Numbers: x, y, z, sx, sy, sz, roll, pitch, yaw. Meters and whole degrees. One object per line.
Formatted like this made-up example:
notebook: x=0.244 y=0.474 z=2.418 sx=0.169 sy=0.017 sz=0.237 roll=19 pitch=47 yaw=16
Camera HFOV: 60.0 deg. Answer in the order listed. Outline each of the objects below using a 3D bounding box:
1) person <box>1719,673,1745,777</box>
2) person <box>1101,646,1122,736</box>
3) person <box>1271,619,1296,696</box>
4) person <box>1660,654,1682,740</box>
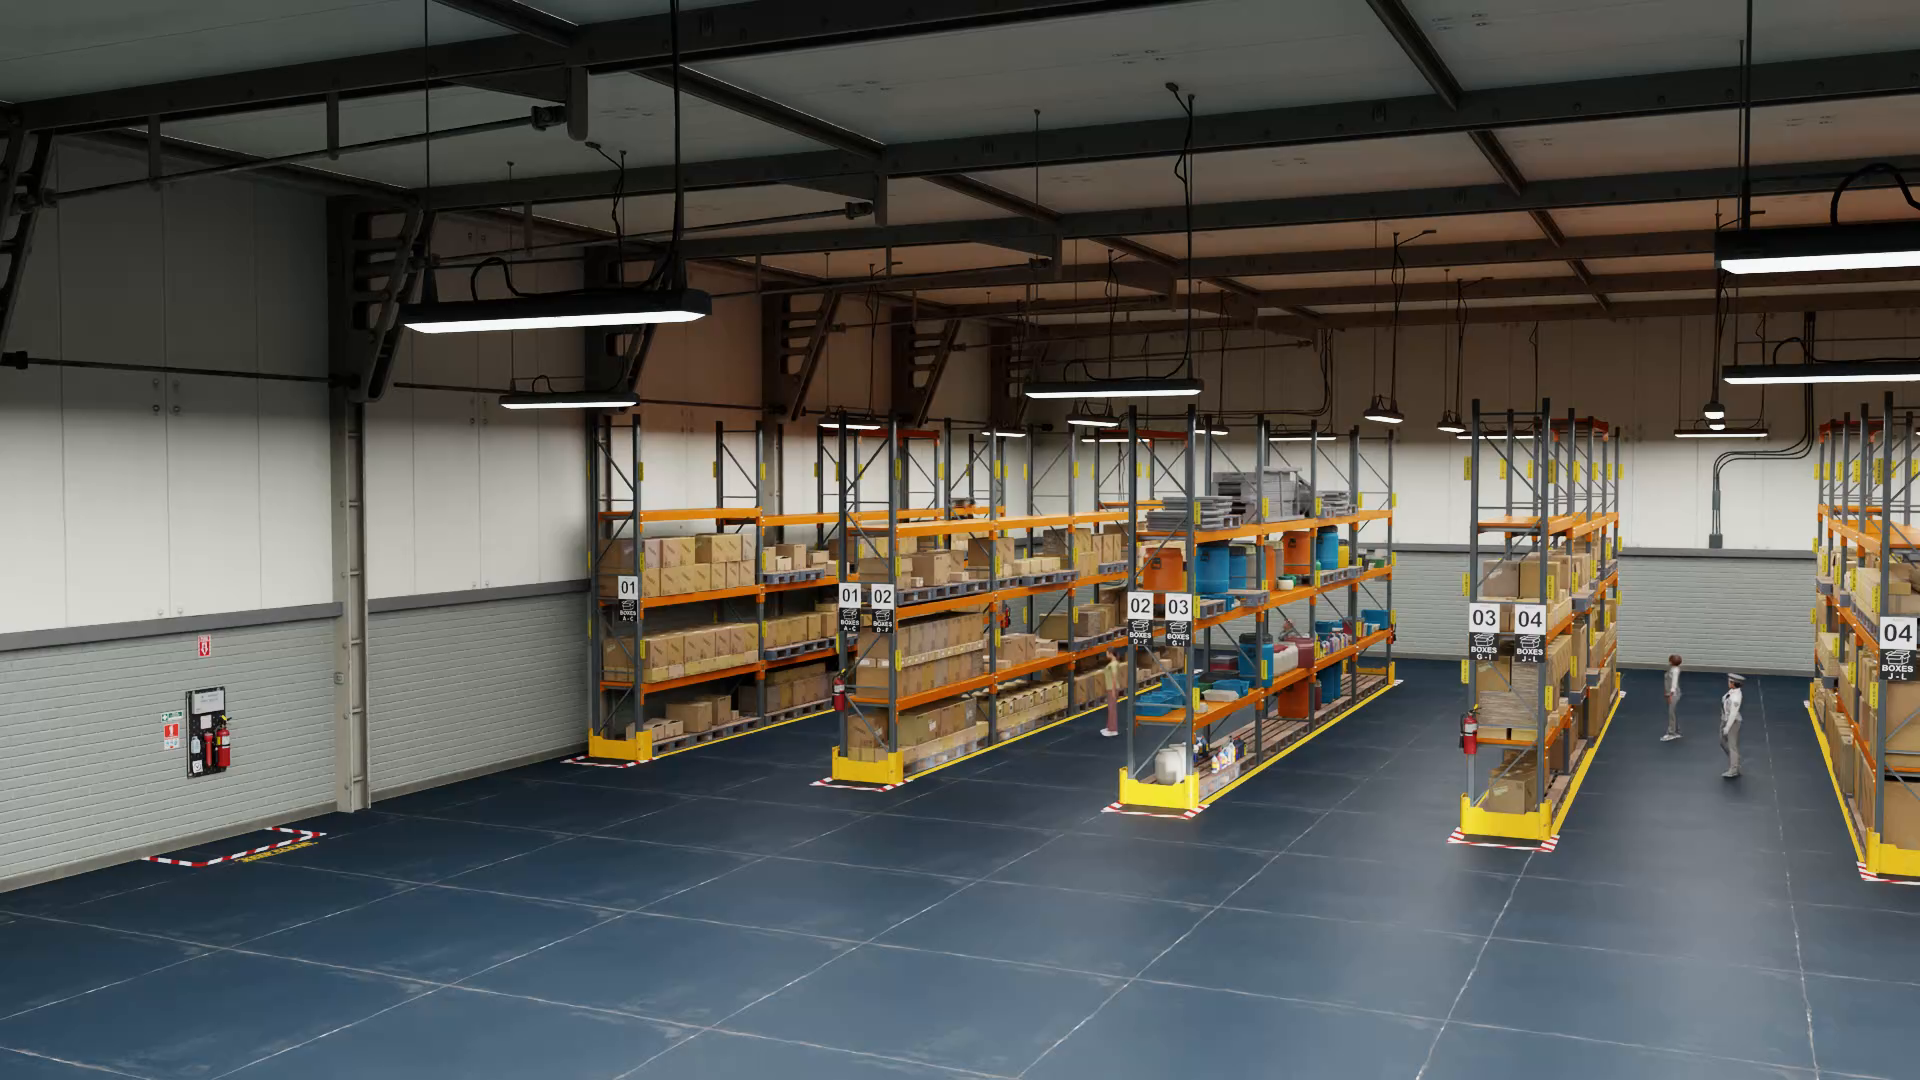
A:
person: x=12.712 y=3.045 z=27.401 sx=0.395 sy=1.706 sz=0.569 roll=0 pitch=2 yaw=9
person: x=2.875 y=2.857 z=31.623 sx=0.403 sy=1.677 sz=0.532 roll=0 pitch=2 yaw=6
person: x=7.241 y=2.629 z=37.193 sx=0.666 sy=1.718 sz=0.544 roll=-2 pitch=3 yaw=-44
person: x=13.306 y=2.943 z=31.107 sx=0.486 sy=1.601 sz=0.430 roll=0 pitch=2 yaw=0
